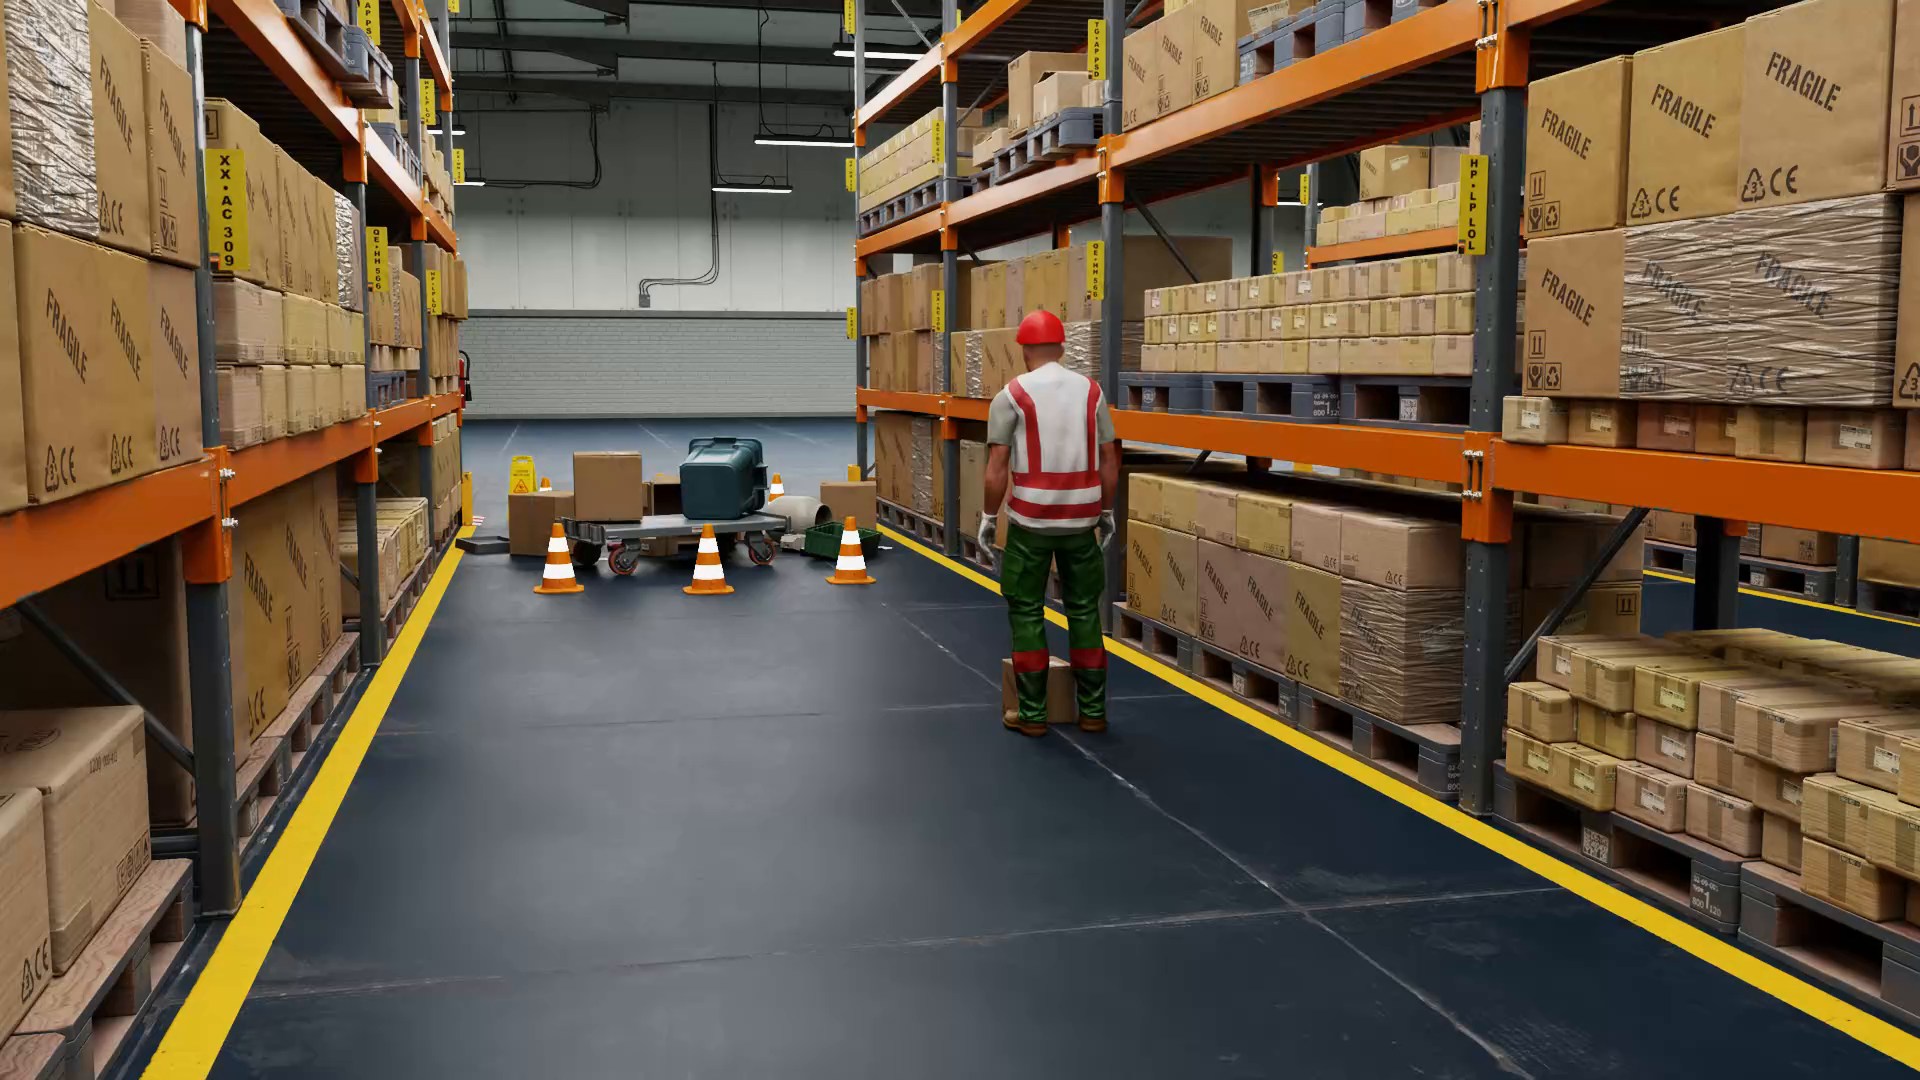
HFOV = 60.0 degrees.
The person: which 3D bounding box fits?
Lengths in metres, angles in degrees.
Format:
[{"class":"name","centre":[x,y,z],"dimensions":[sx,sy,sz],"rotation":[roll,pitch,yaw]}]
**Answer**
[{"class":"person","centre":[0.376,-0.074,7.018],"dimensions":[0.622,1.781,0.445],"rotation":[-2,6,-16]}]
